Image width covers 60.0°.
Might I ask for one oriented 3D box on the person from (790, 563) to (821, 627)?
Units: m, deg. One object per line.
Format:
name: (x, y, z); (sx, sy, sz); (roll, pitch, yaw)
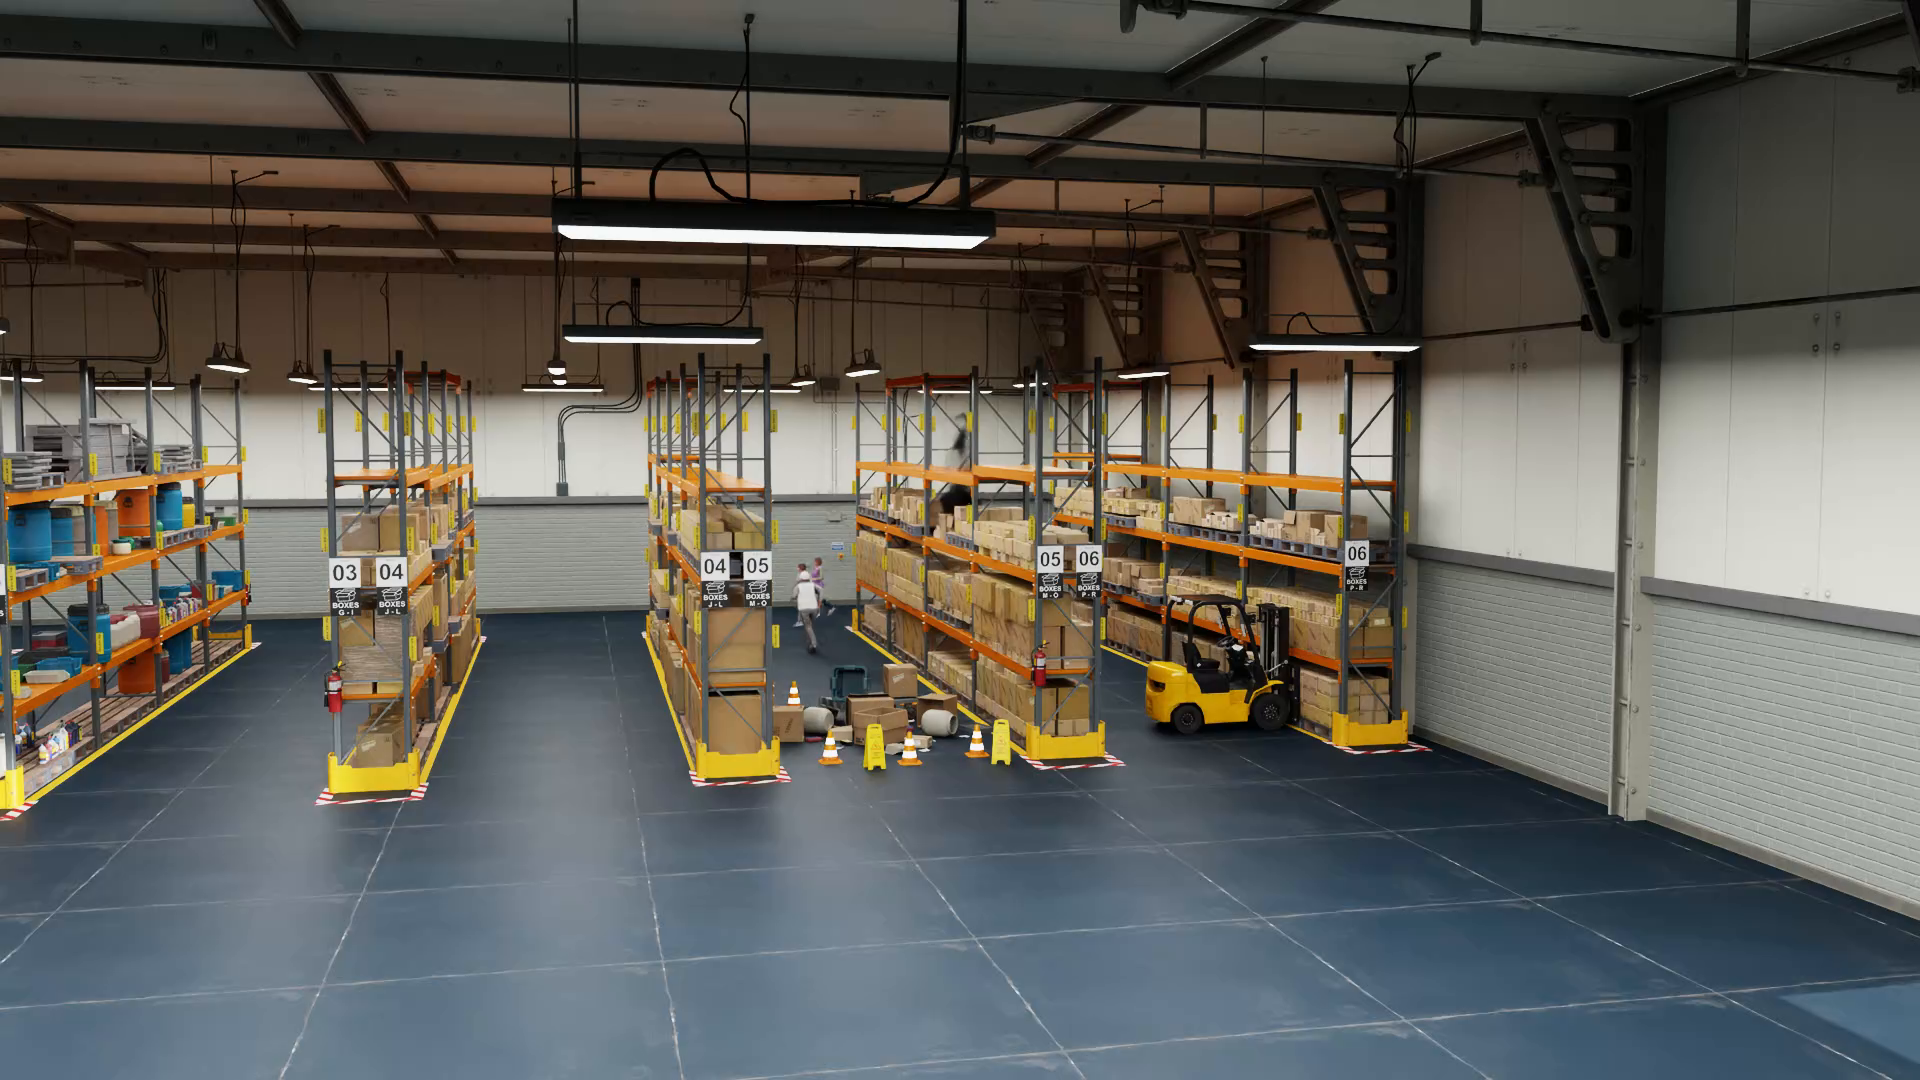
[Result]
person: (-3.807, 1.353, 41.339); (0.761, 1.578, 0.529); (-2, 4, -23)

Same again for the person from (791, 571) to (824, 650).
person: (-3.347, 1.584, 36.718); (0.650, 1.770, 0.941); (-2, 5, -29)

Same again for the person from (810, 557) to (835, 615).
person: (-3.640, 1.273, 42.728); (0.871, 1.483, 0.544); (-2, 5, -31)
